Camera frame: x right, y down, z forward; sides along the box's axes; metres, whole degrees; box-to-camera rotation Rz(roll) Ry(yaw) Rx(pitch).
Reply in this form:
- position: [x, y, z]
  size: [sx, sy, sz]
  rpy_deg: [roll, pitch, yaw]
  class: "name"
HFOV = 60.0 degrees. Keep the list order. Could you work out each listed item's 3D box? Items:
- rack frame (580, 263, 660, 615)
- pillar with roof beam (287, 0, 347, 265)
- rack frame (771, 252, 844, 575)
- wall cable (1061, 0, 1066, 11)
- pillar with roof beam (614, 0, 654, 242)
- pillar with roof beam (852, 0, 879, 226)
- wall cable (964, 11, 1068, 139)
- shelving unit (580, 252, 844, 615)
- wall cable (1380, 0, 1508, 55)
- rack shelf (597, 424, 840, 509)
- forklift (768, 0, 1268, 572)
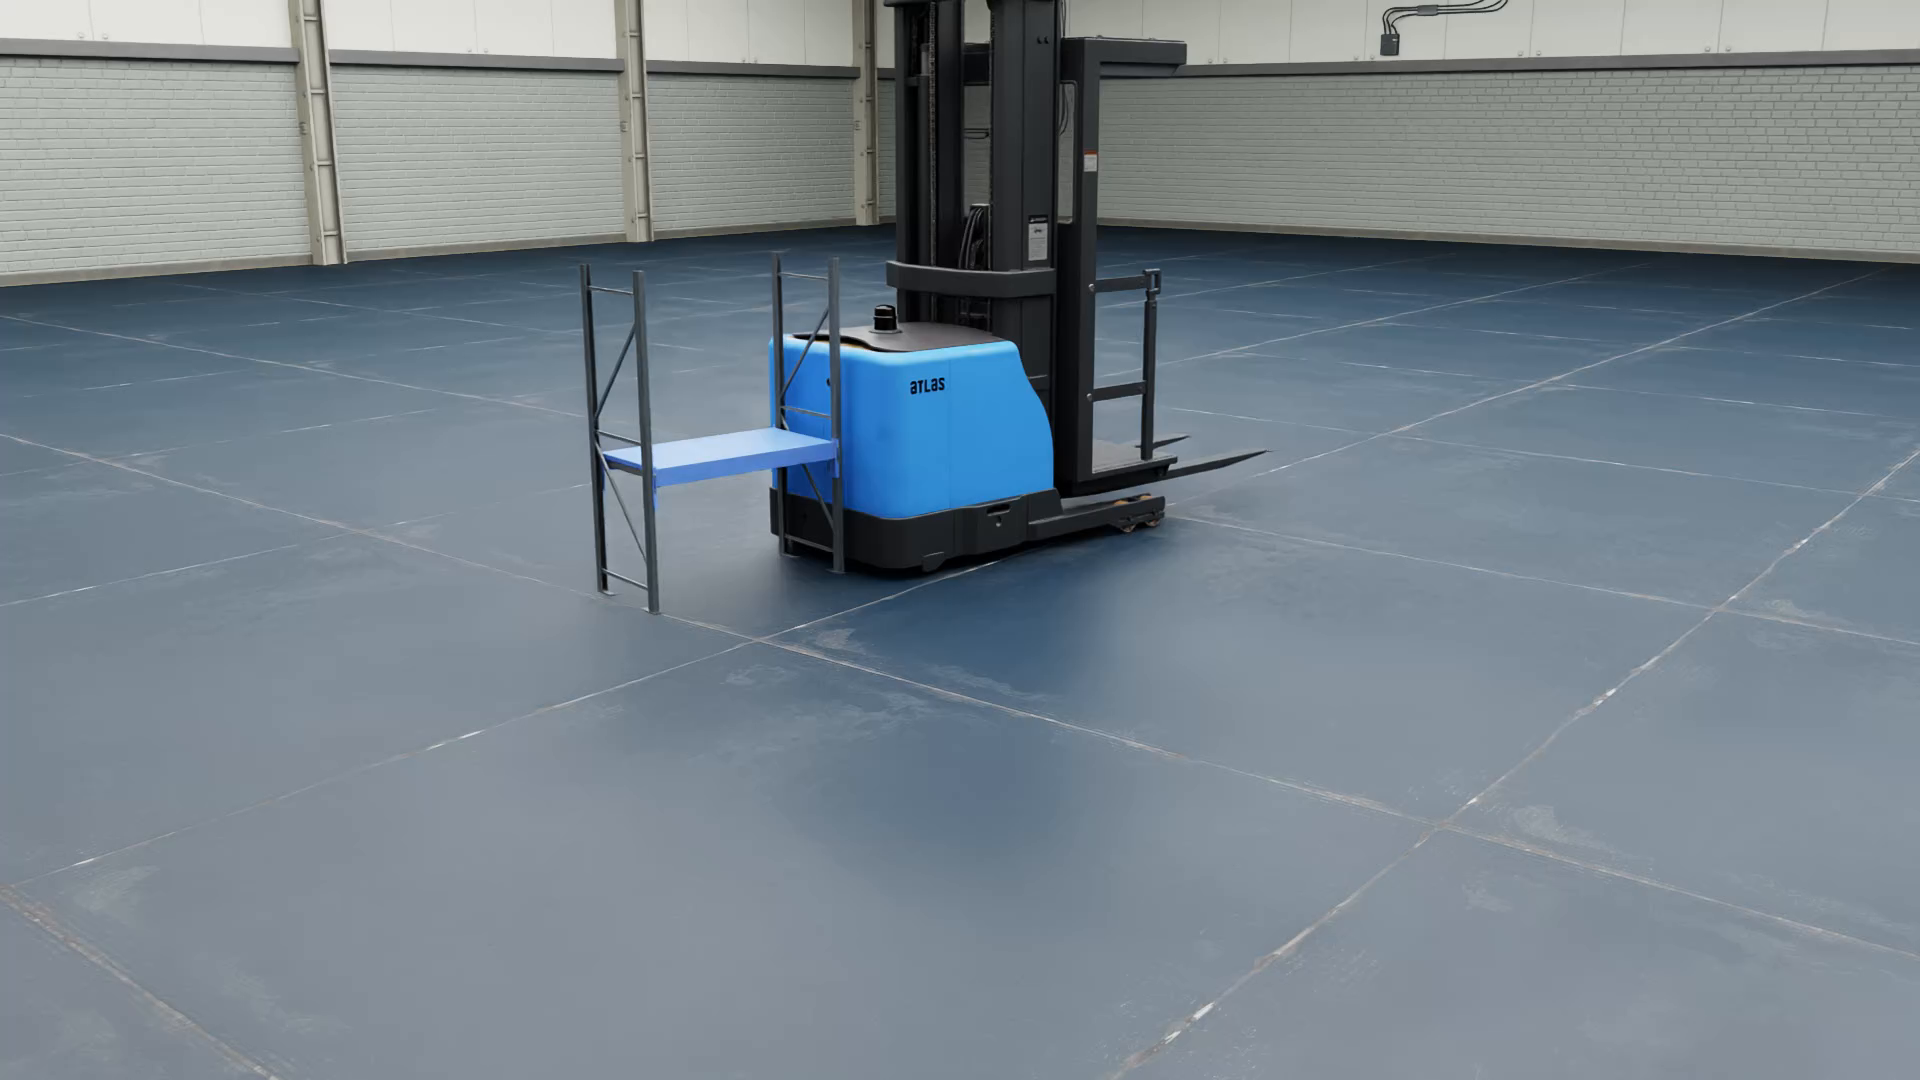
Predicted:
- position: [-1.499, -0.444, 7.324]
  size: [0.032, 1.500, 0.500]
  rpy_deg: [-12, 19, -39]
  class: "rack frame"
- position: [-6.089, -7.832, 21.178]
  size: [9.100, 9.000, 0.400]
  rpy_deg: [11, 18, 38]
  class: "pillar with roof beam"
- position: [-0.730, -0.608, 7.969]
  size: [0.032, 1.500, 0.500]
  rpy_deg: [-12, 19, -39]
  class: "rack frame"
- position: [3.089, -11.680, 32.374]
  size: [3.097, 2.526, 0.112]
  rpy_deg: [11, 18, 38]
  class: "wall cable"
- position: [-2.318, -8.981, 25.701]
  size: [9.100, 9.000, 0.400]
  rpy_deg: [11, 18, 38]
  class: "pillar with roof beam"
- position: [1.453, -10.130, 30.224]
  size: [9.100, 9.000, 0.400]
  rpy_deg: [11, 18, 38]
  class: "pillar with roof beam"
- position: [0.985, -9.651, 34.644]
  size: [3.097, 2.526, 0.112]
  rpy_deg: [11, 18, 38]
  class: "wall cable"
- position: [-1.114, -0.526, 7.647]
  size: [1.048, 1.500, 0.538]
  rpy_deg: [-12, 19, -39]
  class: "shelving unit"
- position: [8.359, -11.332, 28.048]
  size: [2.305, 6.003, 0.169]
  rpy_deg: [11, 18, 38]
  class: "wall cable"
- position: [-1.114, -0.352, 7.691]
  size: [1.000, 0.185, 0.538]
  rpy_deg: [-12, 19, -39]
  class: "rack shelf"
- position: [0.466, -1.549, 8.767]
  size: [3.031, 2.935, 1.130]
  rpy_deg: [-12, 19, -40]
  class: "forklift"
